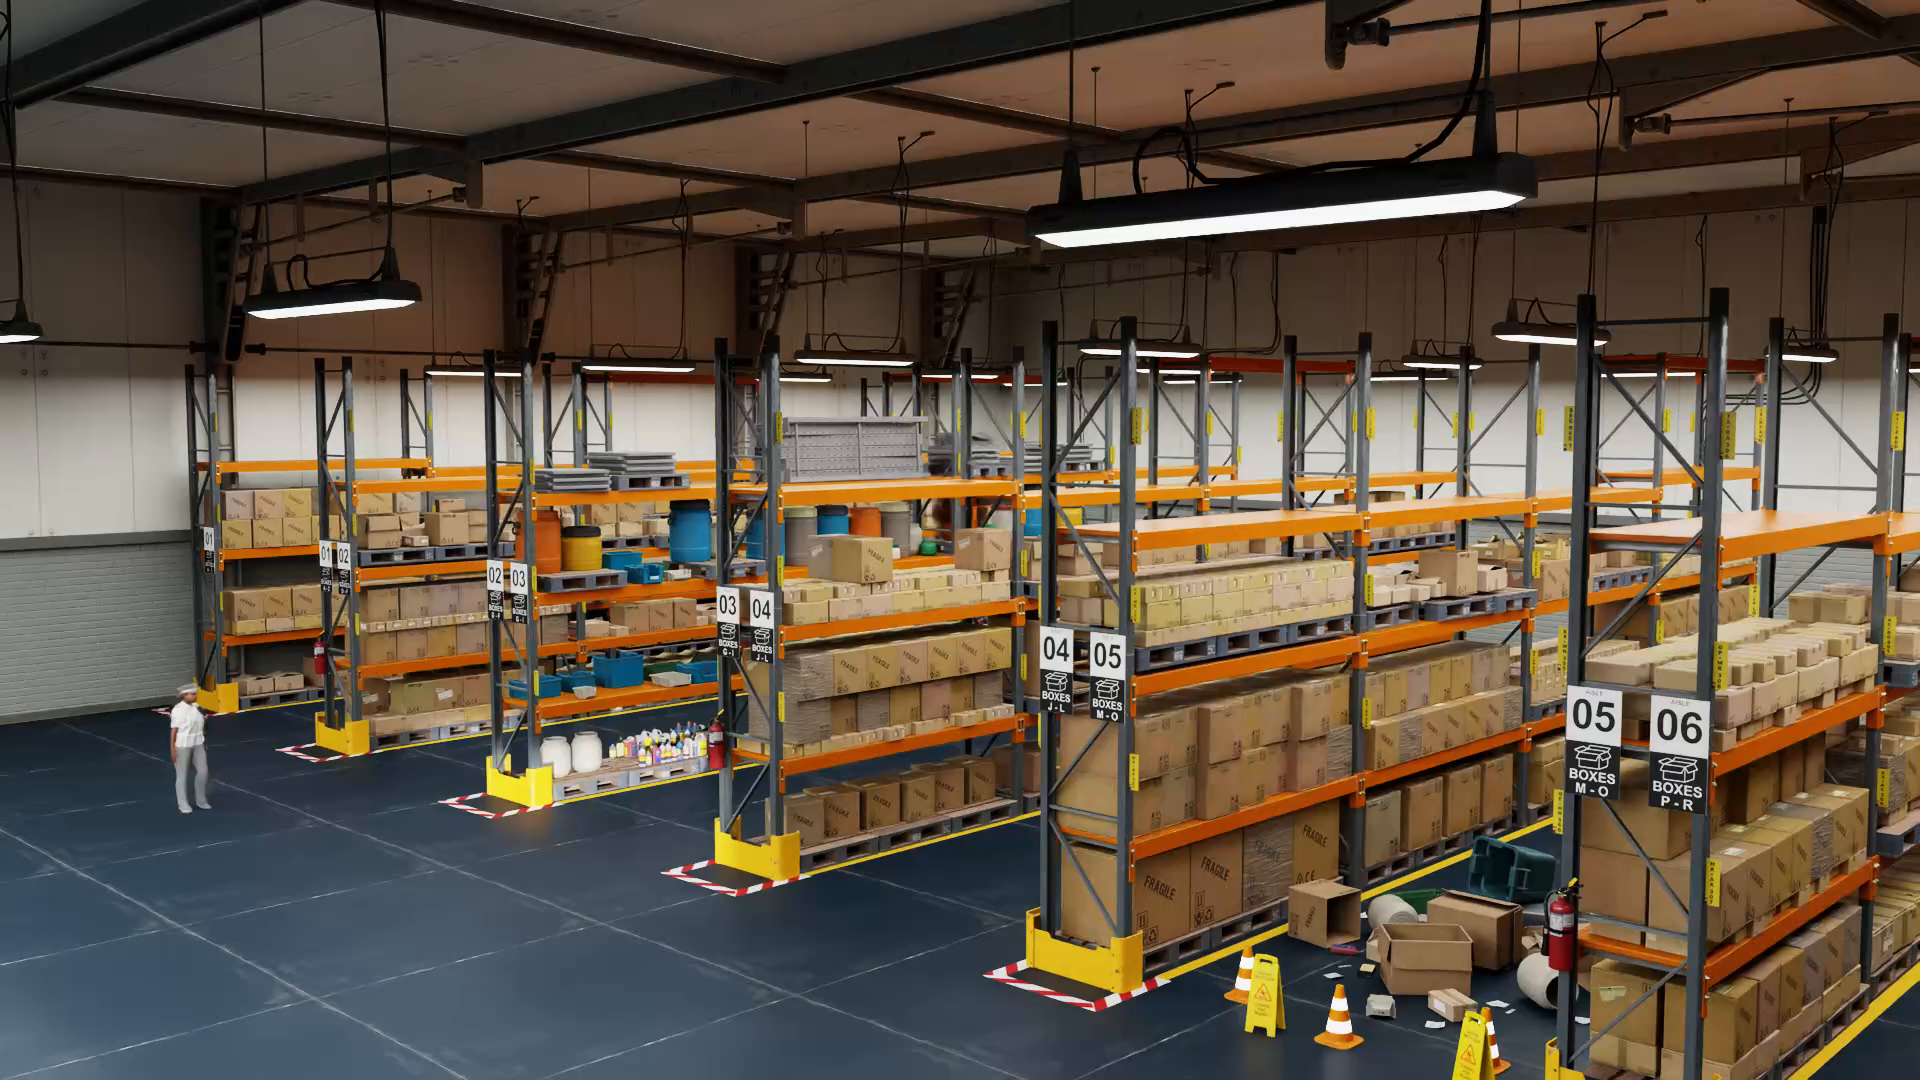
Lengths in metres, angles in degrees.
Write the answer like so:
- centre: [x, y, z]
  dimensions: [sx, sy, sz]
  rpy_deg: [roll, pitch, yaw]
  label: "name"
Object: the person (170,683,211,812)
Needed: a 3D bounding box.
- centre: [-9.993, 2.708, 21.535]
  dimensions: [0.355, 1.738, 0.539]
  rpy_deg: [2, 5, 26]
  label: "person"
